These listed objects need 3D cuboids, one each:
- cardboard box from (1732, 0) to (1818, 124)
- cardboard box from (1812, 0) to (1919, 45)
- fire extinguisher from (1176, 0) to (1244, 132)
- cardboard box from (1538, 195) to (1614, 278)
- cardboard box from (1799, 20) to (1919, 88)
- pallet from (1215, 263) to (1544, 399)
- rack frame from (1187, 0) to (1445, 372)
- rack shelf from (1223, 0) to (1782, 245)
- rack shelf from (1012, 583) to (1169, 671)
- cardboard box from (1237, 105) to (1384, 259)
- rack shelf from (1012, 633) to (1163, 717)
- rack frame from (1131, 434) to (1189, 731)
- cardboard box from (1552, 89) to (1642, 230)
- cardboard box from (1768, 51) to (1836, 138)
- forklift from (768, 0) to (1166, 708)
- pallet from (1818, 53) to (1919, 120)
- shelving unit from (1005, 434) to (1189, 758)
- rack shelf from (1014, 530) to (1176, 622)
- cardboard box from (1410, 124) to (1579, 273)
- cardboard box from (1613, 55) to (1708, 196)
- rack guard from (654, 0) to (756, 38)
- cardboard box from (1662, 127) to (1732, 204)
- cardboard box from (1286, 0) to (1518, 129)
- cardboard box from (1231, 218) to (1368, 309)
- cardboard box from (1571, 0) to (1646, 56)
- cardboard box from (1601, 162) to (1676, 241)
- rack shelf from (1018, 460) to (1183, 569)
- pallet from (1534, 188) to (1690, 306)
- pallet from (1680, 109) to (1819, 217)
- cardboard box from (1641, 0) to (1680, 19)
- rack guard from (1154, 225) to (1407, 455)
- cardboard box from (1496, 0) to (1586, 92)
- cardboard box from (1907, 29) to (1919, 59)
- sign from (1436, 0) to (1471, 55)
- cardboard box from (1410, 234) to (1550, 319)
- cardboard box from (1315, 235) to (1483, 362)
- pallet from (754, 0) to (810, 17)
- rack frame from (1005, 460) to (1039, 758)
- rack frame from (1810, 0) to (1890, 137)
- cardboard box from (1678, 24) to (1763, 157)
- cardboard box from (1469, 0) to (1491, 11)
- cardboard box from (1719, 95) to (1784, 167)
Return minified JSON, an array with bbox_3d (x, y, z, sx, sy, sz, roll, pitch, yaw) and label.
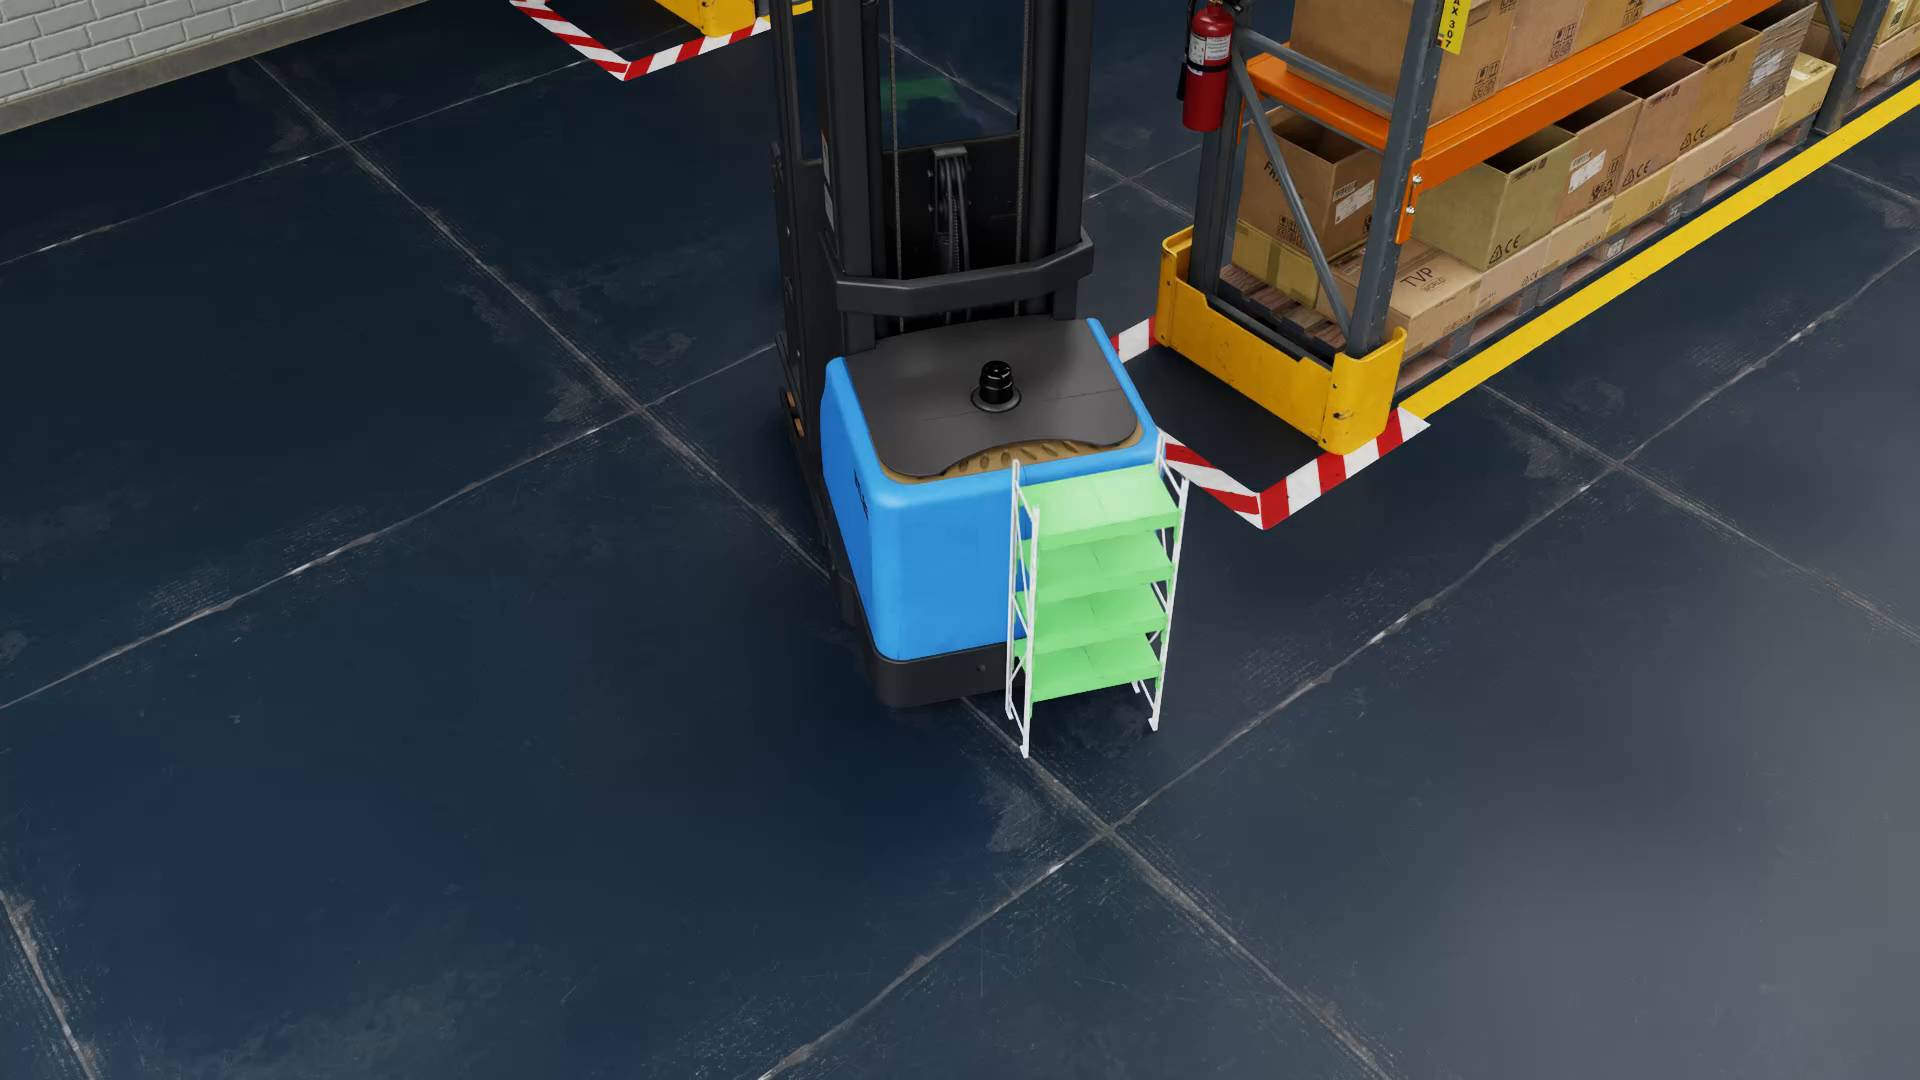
[{"bbox_3d":[3.865,-2.481,8.355,0.500,0.500,0.500,-30,51,-28],"label":"cardboard box"},{"bbox_3d":[4.948,-2.995,9.040,0.500,0.311,0.500,-30,51,-28],"label":"cardboard box"},{"bbox_3d":[1.014,-1.996,6.740,0.183,0.674,0.296,-30,51,-28],"label":"fire extinguisher"},{"bbox_3d":[2.722,-1.542,7.903,0.500,0.250,0.500,-30,51,-28],"label":"cardboard box"},{"bbox_3d":[4.939,-2.787,9.228,0.500,0.250,0.500,-31,51,-29],"label":"cardboard box"},{"bbox_3d":[1.963,-1.173,7.845,1.213,0.211,1.003,-30,51,-28],"label":"pallet"},{"bbox_3d":[1.403,-1.832,6.509,0.127,3.000,1.000,-30,51,-28],"label":"rack frame"},{"bbox_3d":[2.937,-2.448,7.691,4.000,0.370,1.077,-30,51,-28],"label":"rack shelf"},{"bbox_3d":[0.440,0.264,5.685,0.480,0.148,0.258,-10,44,-11],"label":"rack shelf"},{"bbox_3d":[1.623,-1.648,7.467,0.500,0.500,0.500,-30,51,-28],"label":"cardboard box"},{"bbox_3d":[0.440,0.438,5.850,0.480,0.148,0.258,-10,44,-11],"label":"rack shelf"},{"bbox_3d":[0.676,0.174,5.687,0.015,1.200,0.240,-10,44,-11],"label":"rack frame"},{"bbox_3d":[2.715,-1.822,7.653,0.500,0.500,0.500,-30,51,-28],"label":"cardboard box"},{"bbox_3d":[4.256,-2.421,8.839,0.500,0.250,0.500,-30,51,-28],"label":"cardboard box"},{"bbox_3d":[-0.159,-1.486,6.191,1.130,2.935,3.031,-10,44,-11],"label":"forklift"},{"bbox_3d":[5.011,-2.916,9.701,1.213,0.211,1.003,-30,51,-28],"label":"pallet"},{"bbox_3d":[0.441,0.218,5.641,0.503,1.200,0.258,-10,44,-11],"label":"shelving unit"},{"bbox_3d":[0.441,0.090,5.520,0.480,0.148,0.258,-10,44,-11],"label":"rack shelf"},{"bbox_3d":[2.339,-1.595,7.412,0.500,0.500,0.500,-30,51,-28],"label":"cardboard box"},{"bbox_3d":[3.109,-2.032,7.877,0.500,0.500,0.500,-30,51,-28],"label":"cardboard box"},{"bbox_3d":[-1.720,-3.554,10.169,0.348,0.500,1.175,-30,51,-28],"label":"rack guard"},{"bbox_3d":[3.492,-1.979,8.368,0.500,0.250,0.500,-30,51,-28],"label":"cardboard box"},{"bbox_3d":[1.769,-2.067,6.686,0.500,0.500,0.700,-30,51,-28],"label":"cardboard box"},{"bbox_3d":[1.625,-1.373,7.723,0.500,0.250,0.500,-30,51,-28],"label":"cardboard box"},{"bbox_3d":[2.554,-2.515,7.164,0.500,0.500,0.700,-29,51,-28],"label":"cardboard box"},{"bbox_3d":[3.109,-1.759,8.134,0.500,0.250,0.500,-30,51,-28],"label":"cardboard box"},{"bbox_3d":[0.441,-0.084,5.354,0.480,0.148,0.258,-10,44,-11],"label":"rack shelf"},{"bbox_3d":[2.898,-1.706,8.413,1.213,0.211,1.003,-30,51,-28],"label":"pallet"},{"bbox_3d":[3.834,-2.245,8.986,1.213,0.211,1.003,-30,51,-28],"label":"pallet"},{"bbox_3d":[2.955,-2.748,7.412,0.500,0.500,0.700,-28,50,-27],"label":"cardboard box"},{"bbox_3d":[1.384,-0.910,7.354,0.348,0.500,1.175,-30,51,-28],"label":"rack guard"},{"bbox_3d":[2.169,-2.300,6.935,0.500,0.500,0.700,-28,50,-27],"label":"cardboard box"},{"bbox_3d":[5.332,-3.010,9.466,0.500,0.250,0.500,-29,50,-27],"label":"cardboard box"},{"bbox_3d":[1.754,-1.882,5.873,0.005,0.325,0.100,-30,51,-28],"label":"sign"},{"bbox_3d":[2.338,-1.323,7.669,0.500,0.250,0.500,-30,51,-28],"label":"cardboard box"},{"bbox_3d":[1.957,-1.101,7.433,0.500,0.250,0.500,-30,51,-28],"label":"cardboard box"},{"bbox_3d":[-1.074,-3.787,10.628,1.213,0.211,1.003,-30,51,-28],"label":"pallet"},{"bbox_3d":[0.205,0.261,5.594,0.015,1.200,0.240,-10,44,-11],"label":"rack frame"},{"bbox_3d":[4.471,-3.589,8.380,0.127,3.000,1.000,-30,51,-28],"label":"rack frame"},{"bbox_3d":[3.484,-2.259,8.119,0.500,0.500,0.500,-30,51,-28],"label":"cardboard box"},{"bbox_3d":[1.842,-2.164,6.316,0.250,0.149,0.380,-30,51,-28],"label":"cardboard box"},{"bbox_3d":[3.866,-2.207,8.610,0.500,0.250,0.500,-30,51,-28],"label":"cardboard box"}]
